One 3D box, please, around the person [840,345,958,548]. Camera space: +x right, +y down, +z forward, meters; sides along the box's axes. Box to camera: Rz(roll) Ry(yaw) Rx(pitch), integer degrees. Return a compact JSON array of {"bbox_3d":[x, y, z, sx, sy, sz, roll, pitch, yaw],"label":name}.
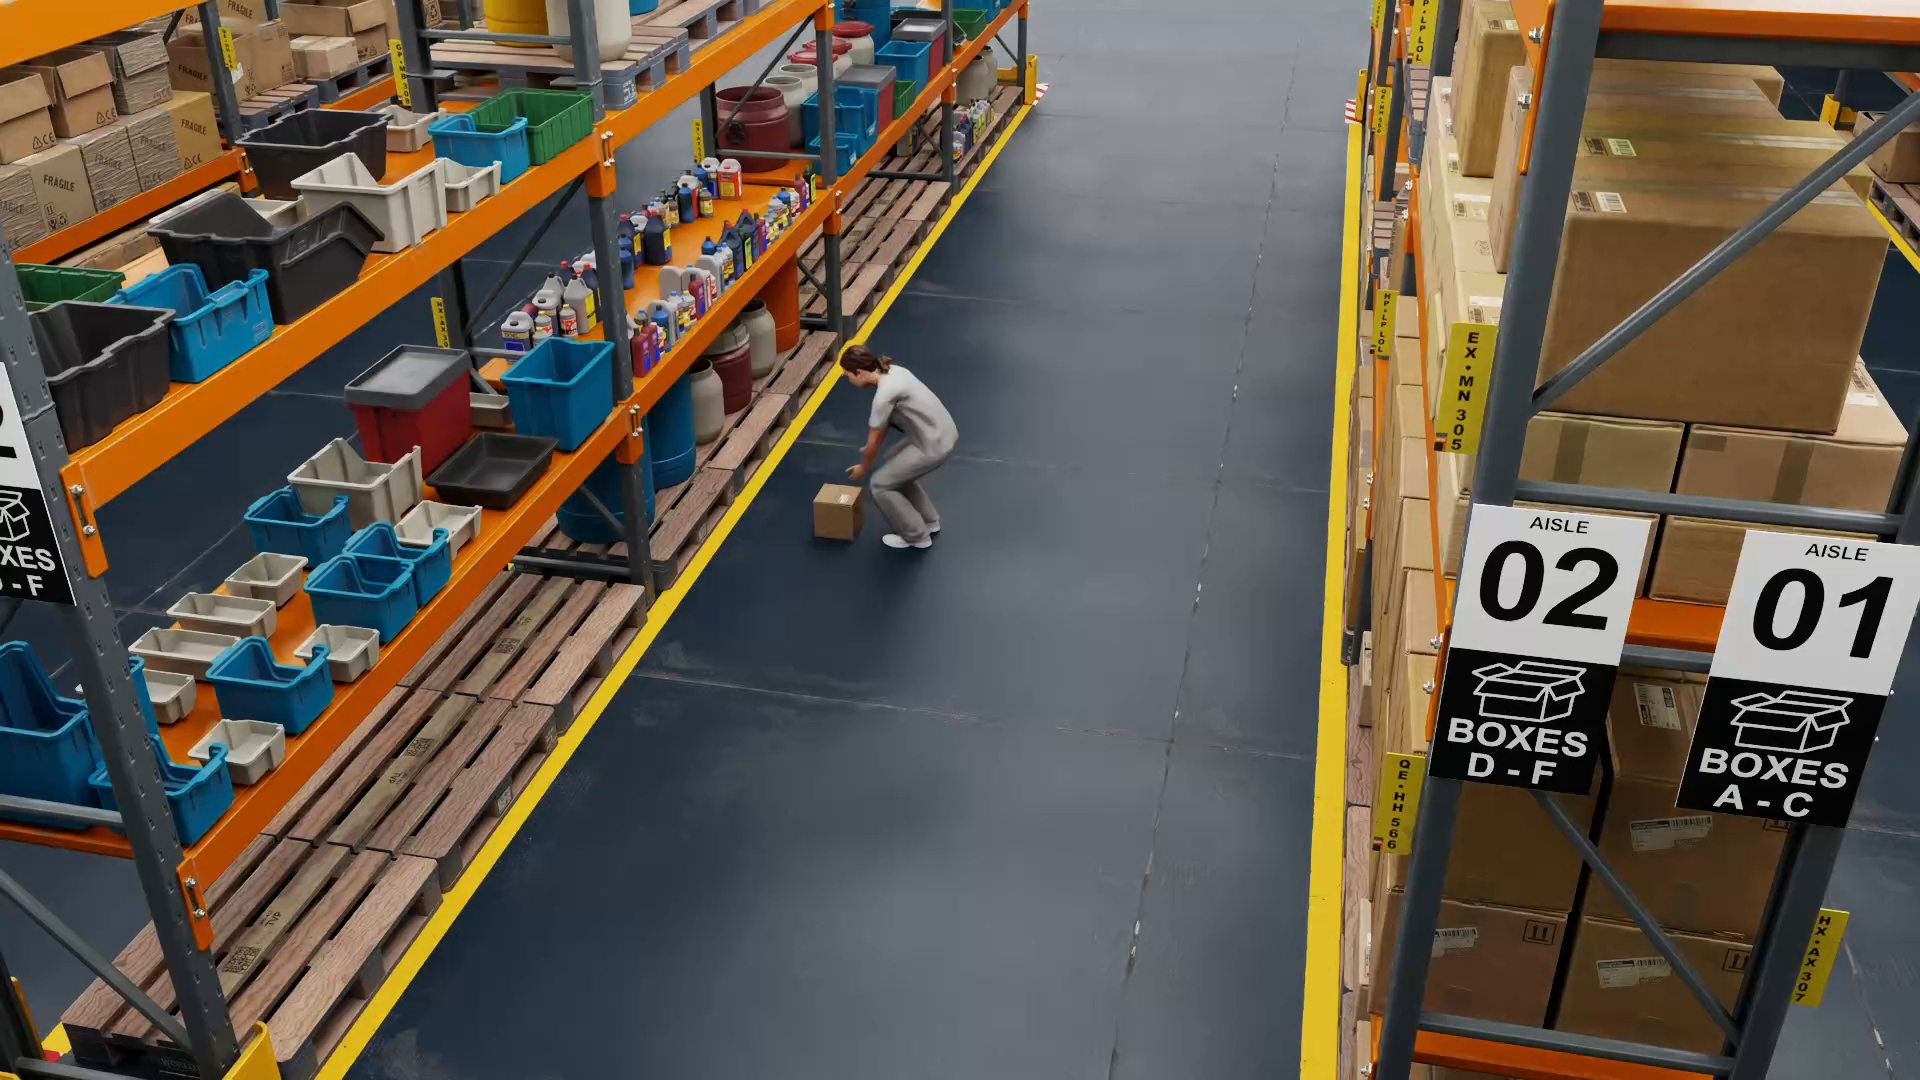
[{"bbox_3d":[-0.370,-0.566,10.060,0.697,1.275,0.495,6,29,11],"label":"person"}]
